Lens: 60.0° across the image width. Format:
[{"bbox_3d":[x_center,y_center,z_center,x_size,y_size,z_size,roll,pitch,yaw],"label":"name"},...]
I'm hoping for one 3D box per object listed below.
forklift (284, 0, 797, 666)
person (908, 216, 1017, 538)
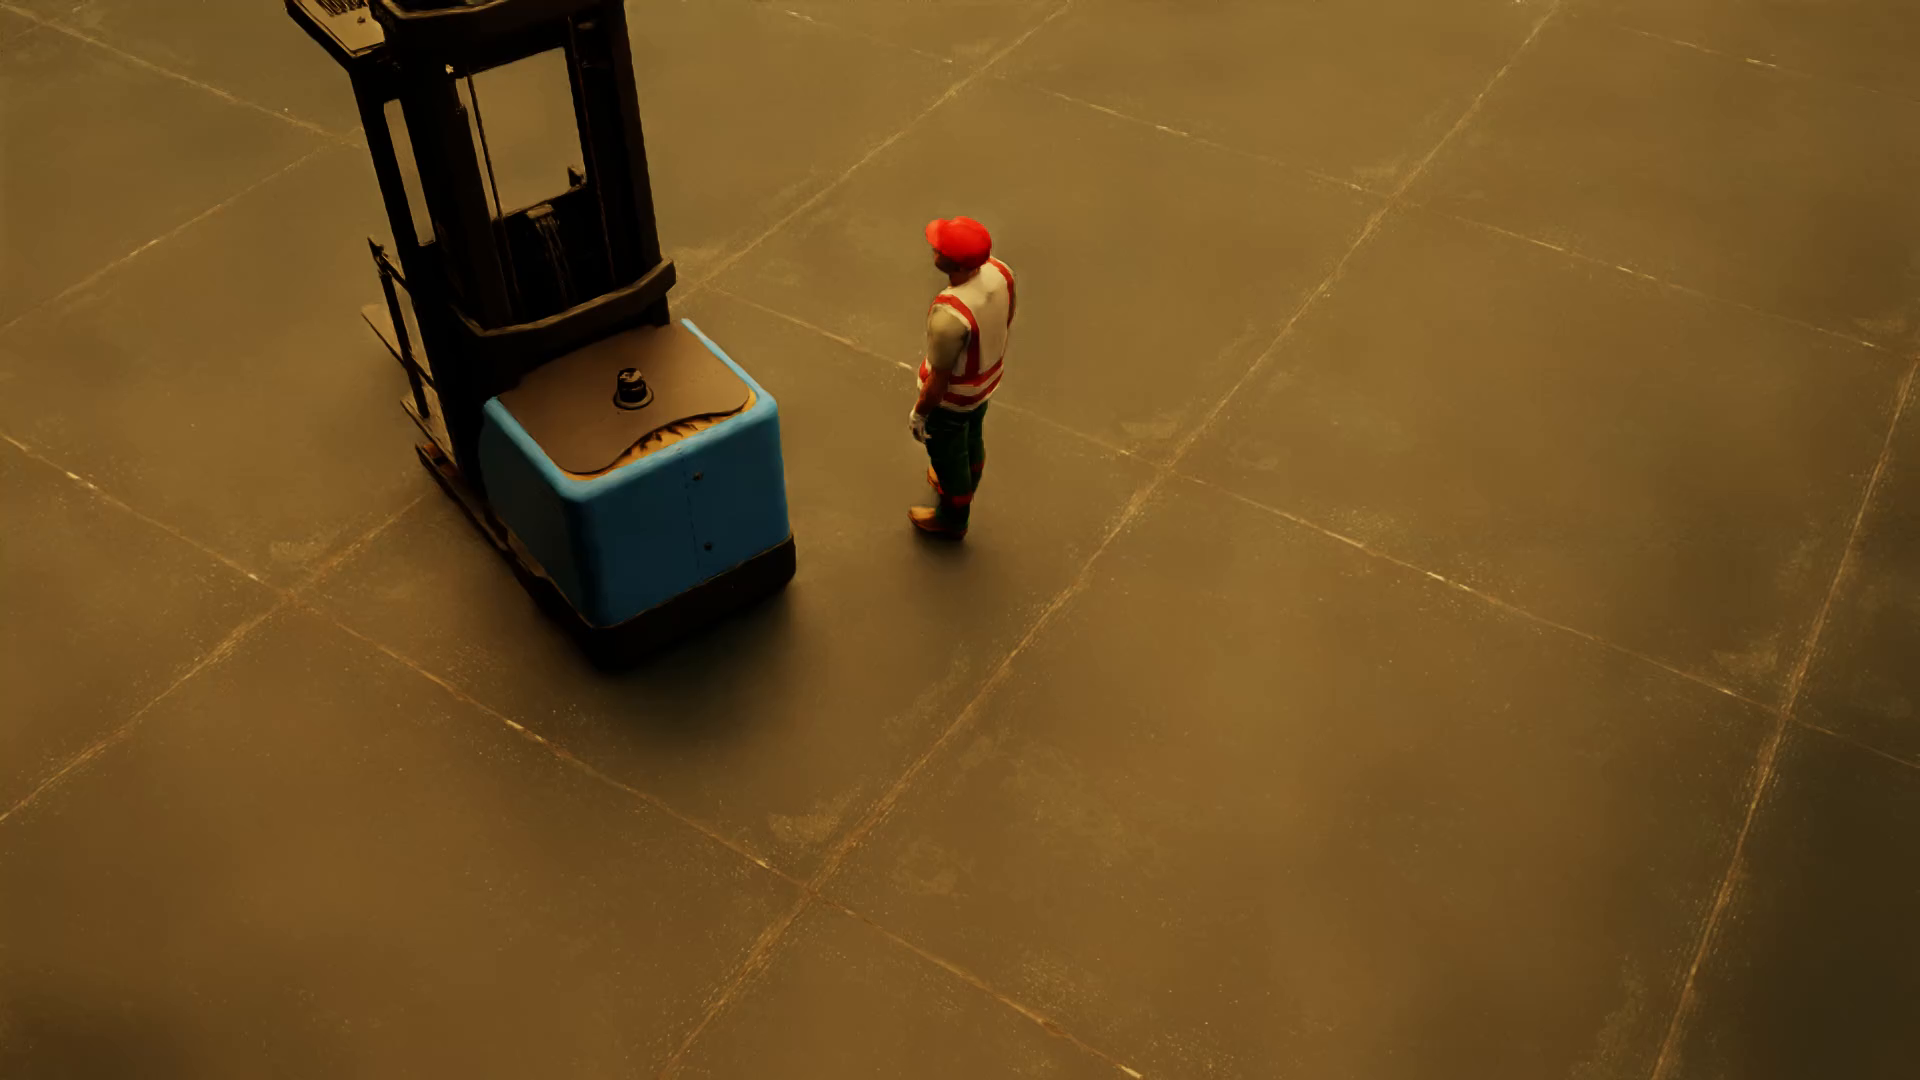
[{"bbox_3d":[-2.053,-1.474,7.404,1.130,2.935,3.031,-28,50,-26],"label":"forklift"},{"bbox_3d":[-0.067,-0.716,7.367,0.556,1.787,0.635,24,48,23],"label":"person"}]
